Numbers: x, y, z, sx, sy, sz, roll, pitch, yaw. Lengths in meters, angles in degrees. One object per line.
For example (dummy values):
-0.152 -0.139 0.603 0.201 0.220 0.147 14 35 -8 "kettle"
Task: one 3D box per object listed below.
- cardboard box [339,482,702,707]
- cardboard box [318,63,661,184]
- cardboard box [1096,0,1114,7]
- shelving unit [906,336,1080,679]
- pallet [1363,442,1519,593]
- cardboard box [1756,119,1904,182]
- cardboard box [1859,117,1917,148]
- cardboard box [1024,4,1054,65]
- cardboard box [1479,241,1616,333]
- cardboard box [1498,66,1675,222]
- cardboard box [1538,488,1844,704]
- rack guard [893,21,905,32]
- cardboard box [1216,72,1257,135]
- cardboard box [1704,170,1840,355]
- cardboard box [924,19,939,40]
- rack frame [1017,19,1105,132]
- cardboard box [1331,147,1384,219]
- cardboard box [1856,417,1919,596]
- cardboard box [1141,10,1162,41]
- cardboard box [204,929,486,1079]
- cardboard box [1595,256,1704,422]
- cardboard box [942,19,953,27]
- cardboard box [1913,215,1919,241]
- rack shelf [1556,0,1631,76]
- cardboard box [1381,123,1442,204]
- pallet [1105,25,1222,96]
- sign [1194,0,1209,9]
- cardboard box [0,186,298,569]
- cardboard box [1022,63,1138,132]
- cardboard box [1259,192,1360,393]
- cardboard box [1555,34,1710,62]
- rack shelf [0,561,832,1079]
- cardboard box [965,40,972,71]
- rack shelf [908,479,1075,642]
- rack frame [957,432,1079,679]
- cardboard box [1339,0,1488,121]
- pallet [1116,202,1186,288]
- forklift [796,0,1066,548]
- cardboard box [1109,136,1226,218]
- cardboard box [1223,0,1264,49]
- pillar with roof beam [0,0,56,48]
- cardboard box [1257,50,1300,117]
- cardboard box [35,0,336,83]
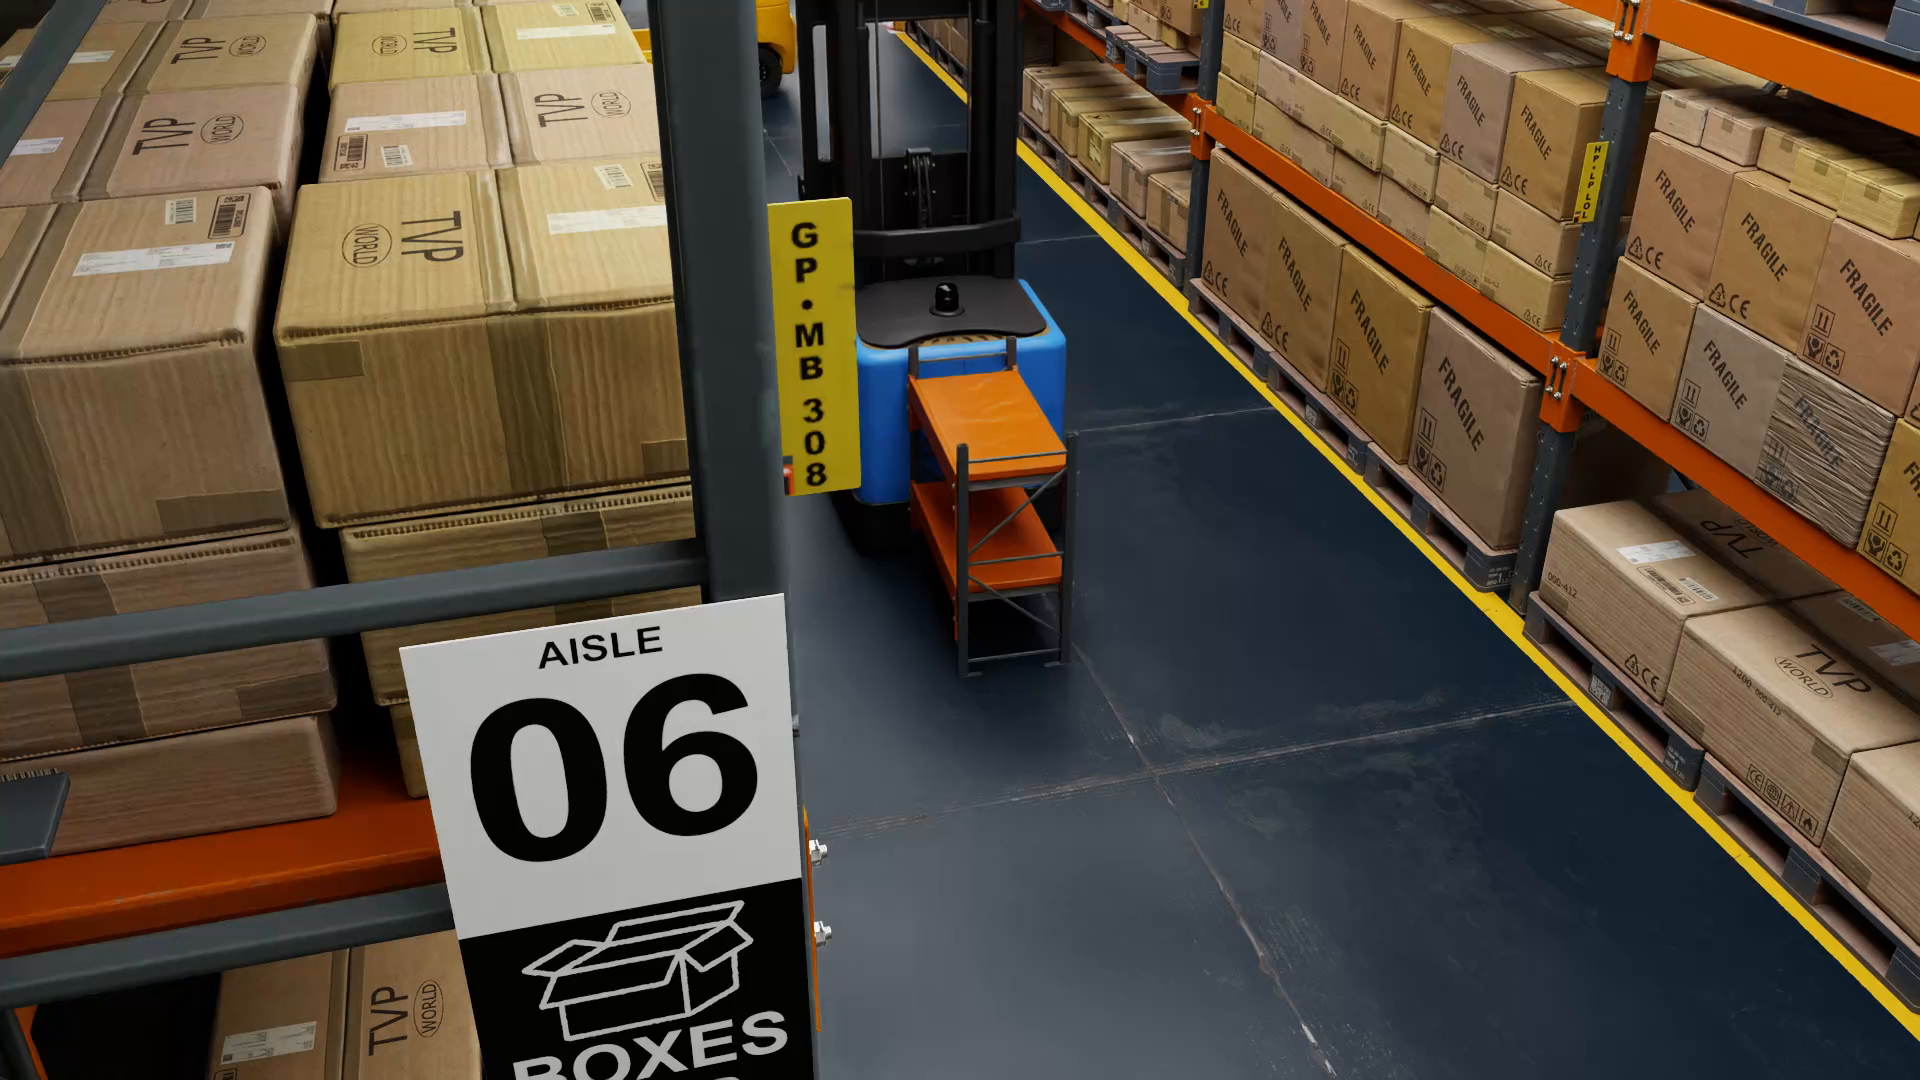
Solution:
-0.534 -0.057 2.212 0.500 0.250 0.500 -8 31 -14 "cardboard box"
-0.672 -0.518 2.511 0.500 0.250 0.500 -8 31 -14 "cardboard box"
1.180 -3.908 11.838 0.380 0.149 0.250 -9 31 -15 "cardboard box"
0.123 -0.166 7.414 0.538 1.125 1.048 -6 31 -11 "shelving unit"
2.766 -0.194 8.374 1.003 0.211 1.213 -8 31 -13 "pallet"
3.069 -1.368 5.874 0.380 0.149 0.250 -8 31 -14 "cardboard box"
3.454 -1.425 5.971 0.380 0.149 0.250 -8 31 -13 "cardboard box"
0.504 -4.468 14.552 0.500 0.500 0.500 -8 31 -14 "cardboard box"
2.681 -1.156 7.402 0.500 0.250 0.500 -9 31 -14 "cardboard box"
2.683 -1.696 7.088 0.500 0.500 0.500 -7 31 -12 "cardboard box"
3.107 0.207 7.037 0.875 0.438 0.875 -8 31 -14 "cardboard box"
-0.121 -5.715 17.625 1.175 0.500 0.348 -8 31 -13 "rack guard"
1.869 -2.635 9.958 0.500 0.250 0.500 -8 31 -14 "cardboard box"
3.064 -1.007 5.897 0.500 0.500 0.500 -8 31 -14 "cardboard box"
-0.066 -5.151 16.481 0.500 0.250 0.500 -7 31 -11 "cardboard box"
0.920 -4.902 13.724 1.000 3.000 0.127 -8 31 -13 "rack frame"
2.290 -1.897 8.683 0.500 0.250 0.500 -8 31 -13 "cardboard box"
3.308 -0.086 5.305 0.500 0.500 0.500 -7 31 -12 "cardboard box"
1.417 -3.405 10.970 0.380 0.149 0.250 -8 31 -14 "cardboard box"
-1.193 1.056 3.284 0.500 0.250 0.500 -8 31 -13 "cardboard box"
2.916 -0.820 6.572 0.500 0.500 0.500 -7 31 -12 "cardboard box"
0.081 -5.217 15.845 0.500 0.500 0.500 -7 31 -12 "cardboard box"
3.264 -0.997 5.233 0.380 0.149 0.250 -8 31 -13 "cardboard box"
2.513 -2.991 8.146 1.077 0.370 4.000 -8 31 -13 "rack shelf"
2.409 -1.860 8.119 0.500 0.250 0.500 -7 31 -12 "cardboard box"
1.690 -3.217 11.005 1.213 0.211 1.003 -8 31 -13 "pallet"
1.461 -3.360 9.984 0.100 0.325 0.005 -8 31 -13 "sign"
-1.066 -0.200 1.961 0.500 0.250 0.500 -9 31 -15 "cardboard box"
1.062 -3.693 13.840 0.950 0.372 0.625 -7 31 -13 "cardboard box"
2.318 -1.456 9.473 0.875 0.875 0.875 -7 31 -13 "cardboard box"
3.042 -2.007 7.624 0.500 0.500 0.500 -8 31 -14 "cardboard box"
-1.210 -0.397 3.665 1.077 0.370 4.000 -8 31 -13 "rack shelf"
0.353 -4.399 15.181 0.500 0.250 0.500 -9 31 -15 "cardboard box"
0.123 0.046 7.536 0.538 0.278 1.000 -6 31 -11 "rack shelf"
0.234 0.082 6.985 0.500 1.125 0.032 -6 31 -11 "rack frame"
2.271 -2.441 8.374 0.500 0.500 0.500 -7 31 -12 "cardboard box"
1.776 -2.140 11.737 1.003 0.211 1.213 -8 31 -13 "pallet"
-0.305 -1.954 8.700 1.130 2.935 3.031 -6 31 -11 "forklift"
1.638 -2.644 12.027 0.950 0.372 0.625 -8 31 -14 "cardboard box"
1.877 -3.175 9.643 0.500 0.500 0.500 -9 31 -15 "cardboard box"
1.725 -3.089 4.603 9.100 9.000 0.400 -8 31 -13 "pillar with roof beam"
2.014 -2.594 9.388 0.500 0.250 0.500 -7 31 -12 "cardboard box"
-1.458 -0.944 3.246 0.500 0.250 0.500 -8 31 -13 "cardboard box"
